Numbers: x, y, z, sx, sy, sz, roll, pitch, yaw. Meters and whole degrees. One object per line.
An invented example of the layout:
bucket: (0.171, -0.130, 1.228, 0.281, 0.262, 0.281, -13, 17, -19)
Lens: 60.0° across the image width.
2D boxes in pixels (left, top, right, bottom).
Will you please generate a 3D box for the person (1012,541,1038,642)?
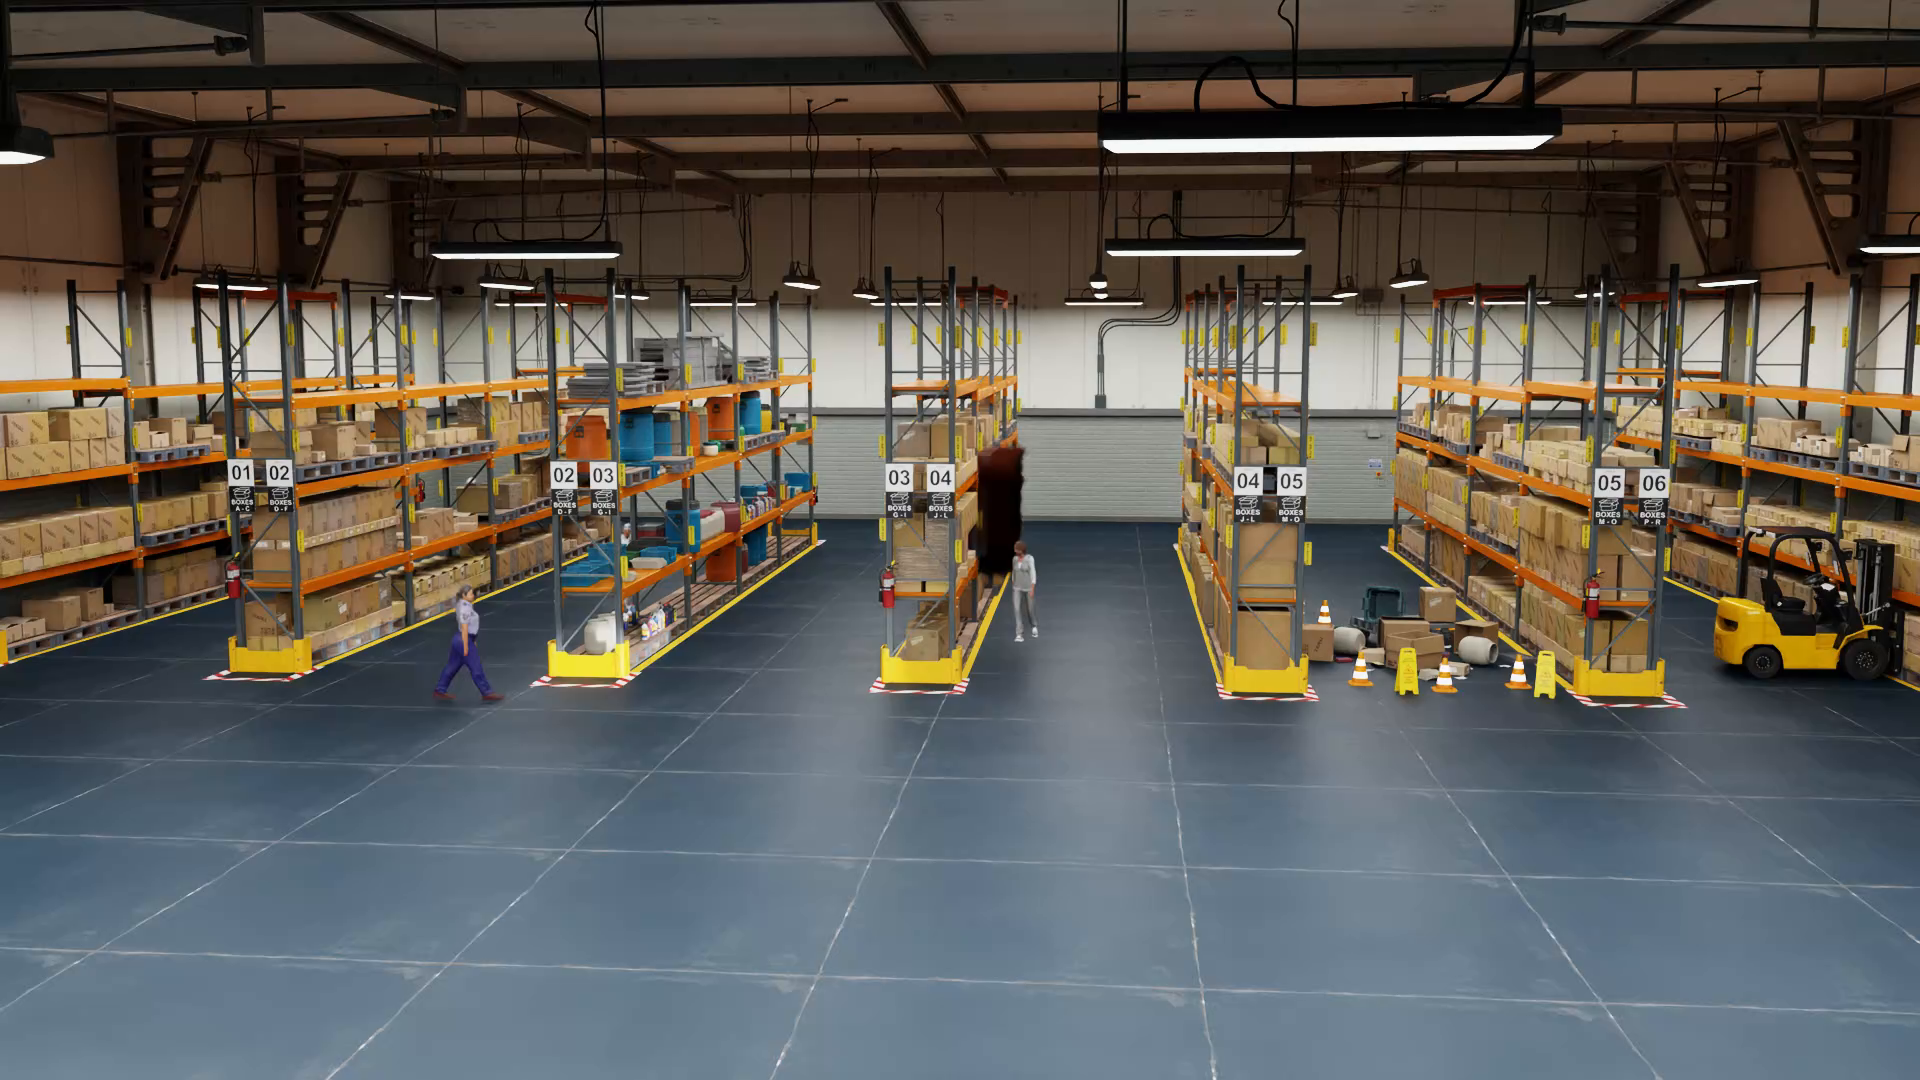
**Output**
person: (0.991, 0.782, 25.990, 0.420, 1.548, 0.787, 2, 7, 17)

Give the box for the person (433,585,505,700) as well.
person: (-6.786, 1.409, 22.905, 0.956, 1.591, 0.510, -2, 7, -13)

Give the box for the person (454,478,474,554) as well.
person: (-11.405, -0.578, 38.734, 0.688, 1.724, 1.005, 2, 7, 13)

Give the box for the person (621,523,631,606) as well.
person: (-6.115, 0.507, 30.505, 0.560, 1.655, 0.790, 0, 7, 2)
